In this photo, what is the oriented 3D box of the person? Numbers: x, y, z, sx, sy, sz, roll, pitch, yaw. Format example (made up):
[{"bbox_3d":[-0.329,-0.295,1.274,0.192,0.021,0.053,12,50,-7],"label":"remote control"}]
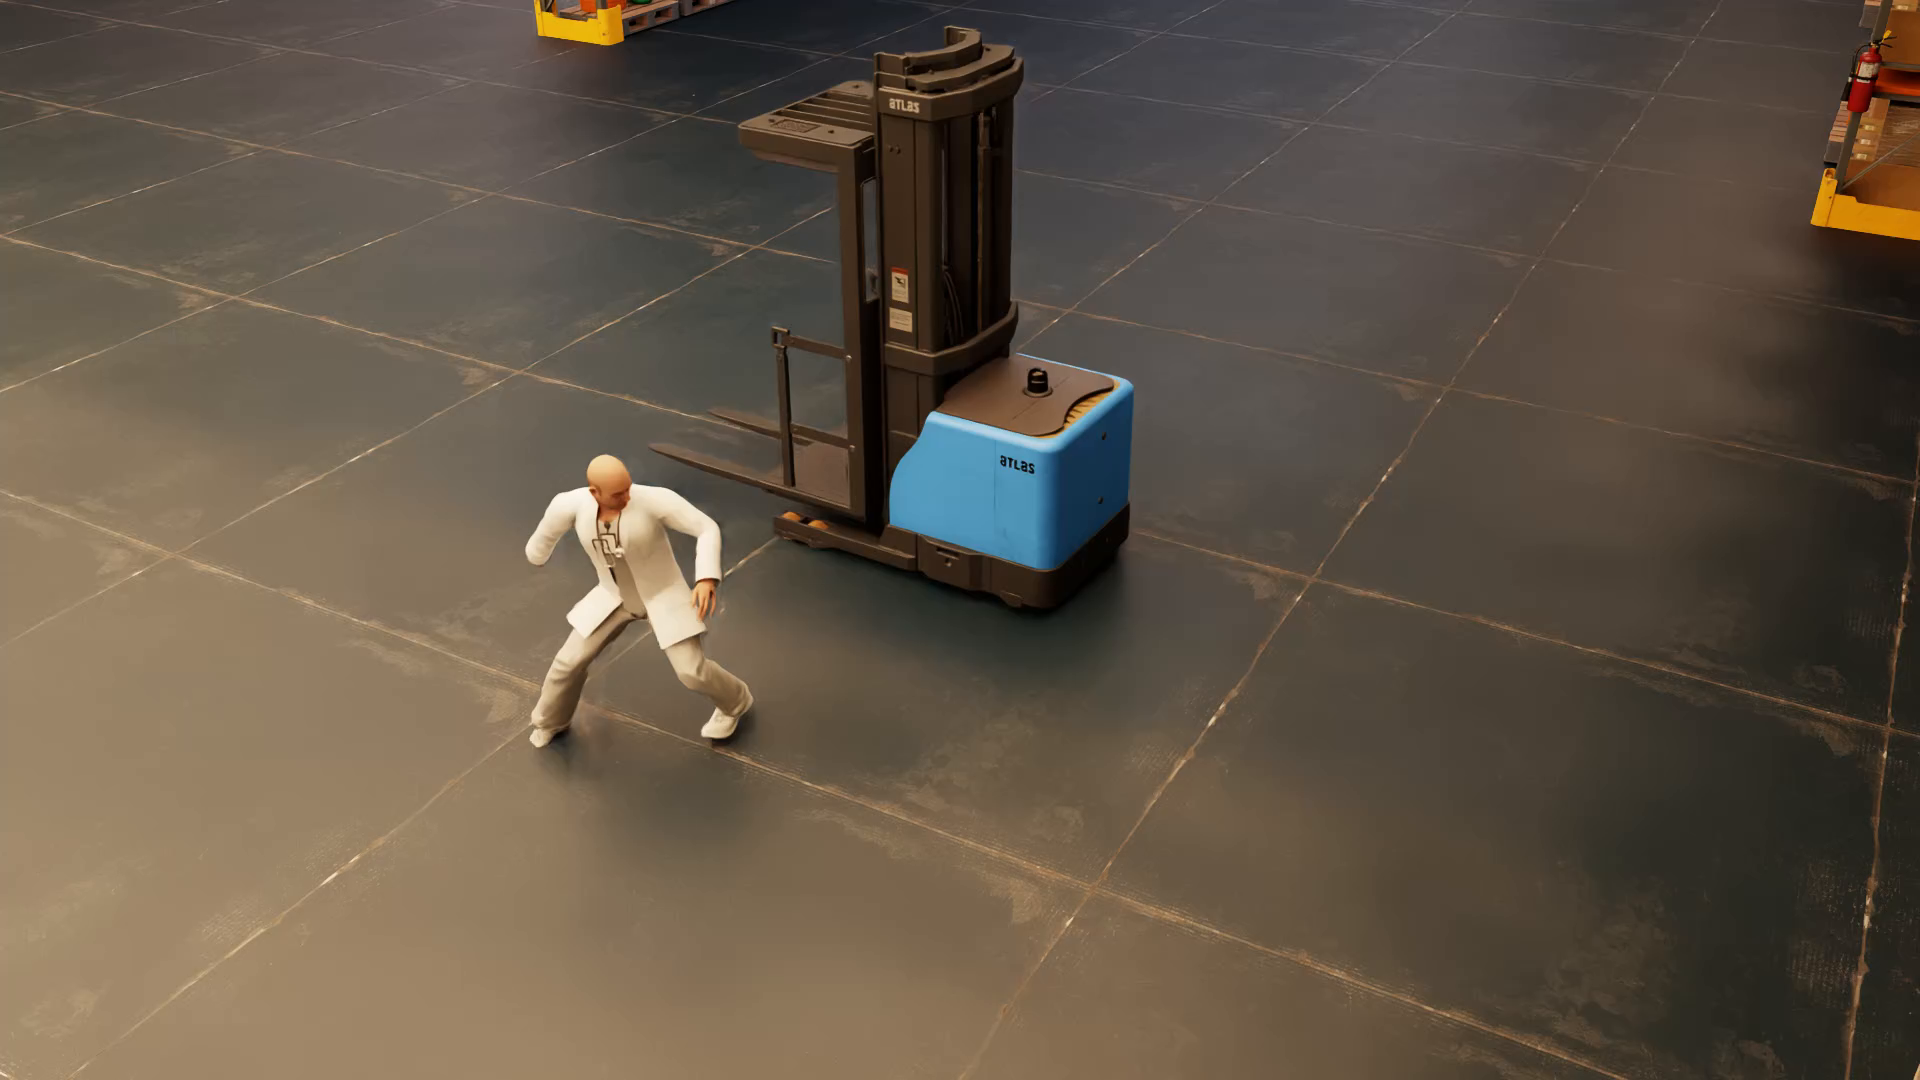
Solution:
[{"bbox_3d":[-1.618,0.324,7.958,1.143,1.741,0.602,7,31,11],"label":"person"}]

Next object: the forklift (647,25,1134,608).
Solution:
[{"bbox_3d":[-0.527,-1.425,9.539,3.031,2.935,1.130,17,34,27],"label":"forklift"}]
